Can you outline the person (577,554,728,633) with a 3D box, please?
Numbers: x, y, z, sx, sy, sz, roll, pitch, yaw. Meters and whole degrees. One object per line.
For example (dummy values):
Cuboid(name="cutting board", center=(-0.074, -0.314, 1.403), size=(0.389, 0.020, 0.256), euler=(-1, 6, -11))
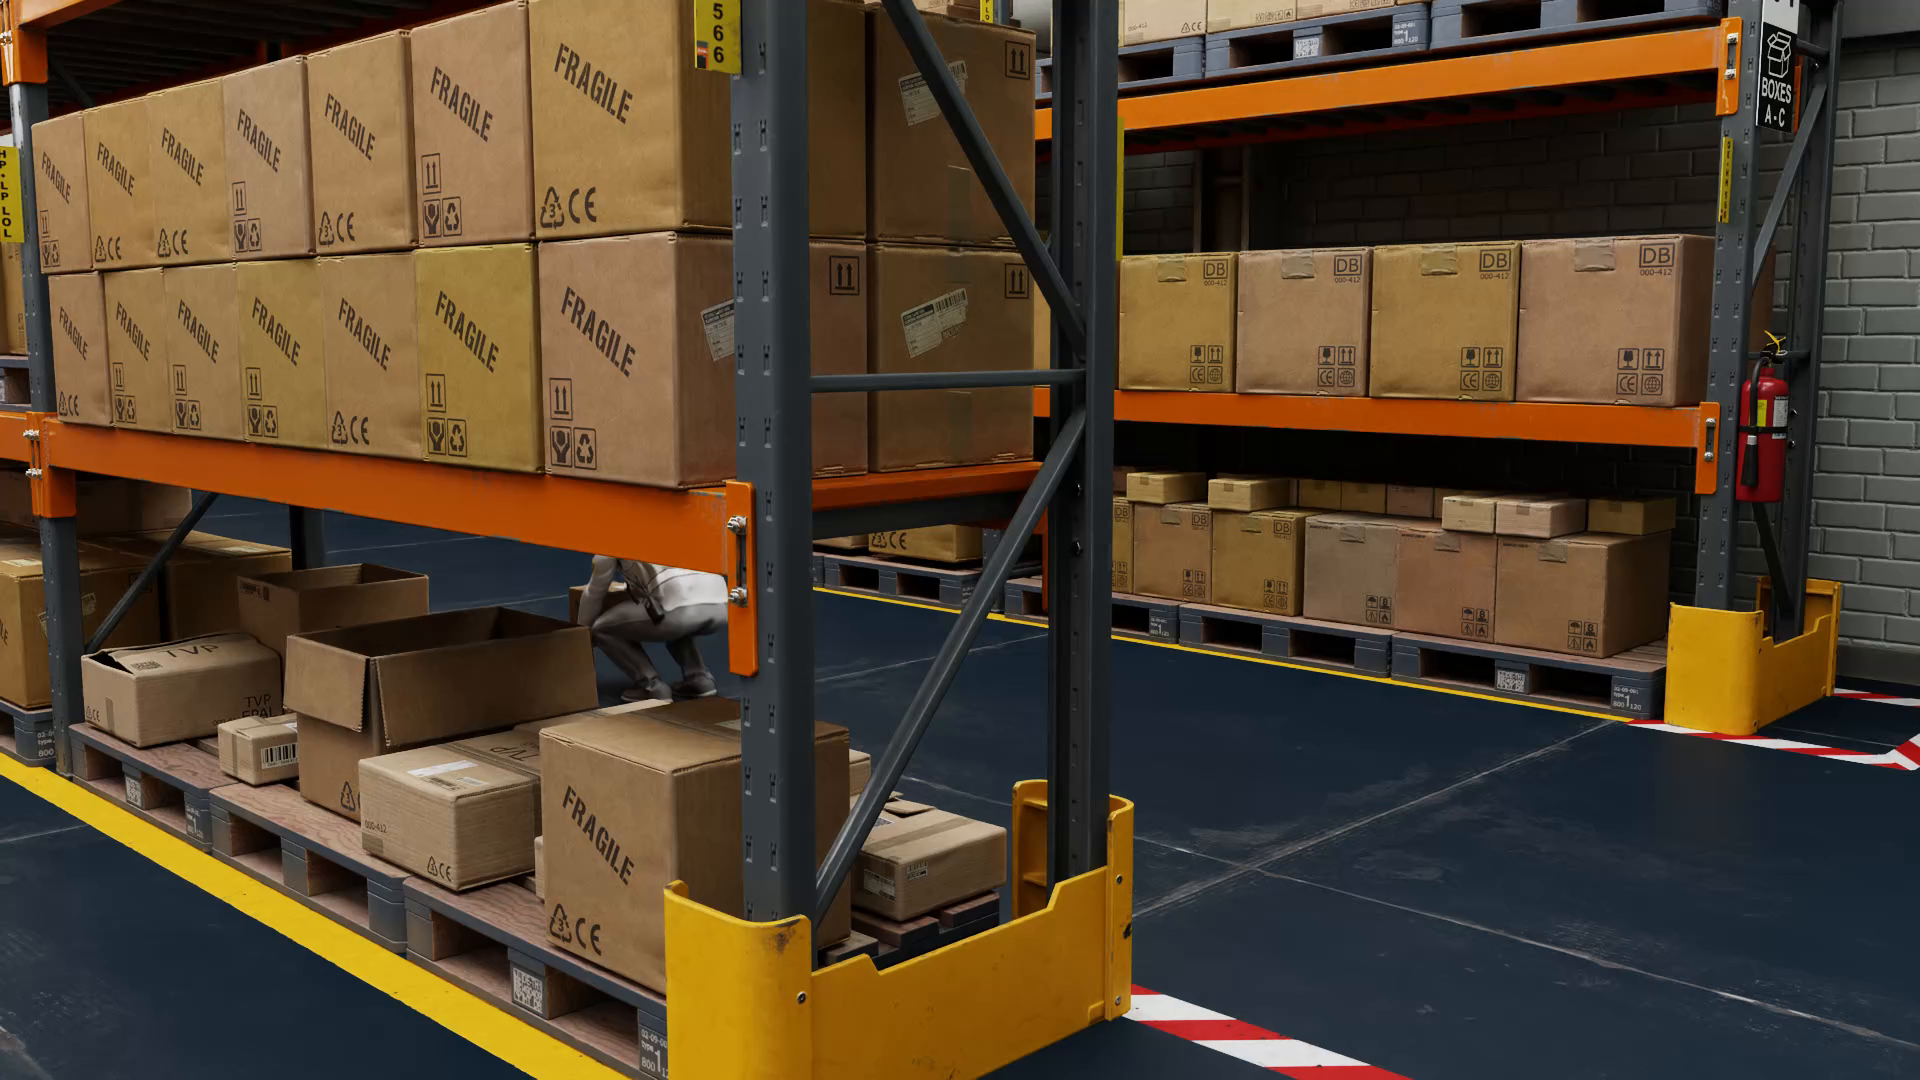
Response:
Cuboid(name="person", center=(-1.357, 0.162, 7.300), size=(0.744, 0.577, 0.443), euler=(7, 10, 42))
